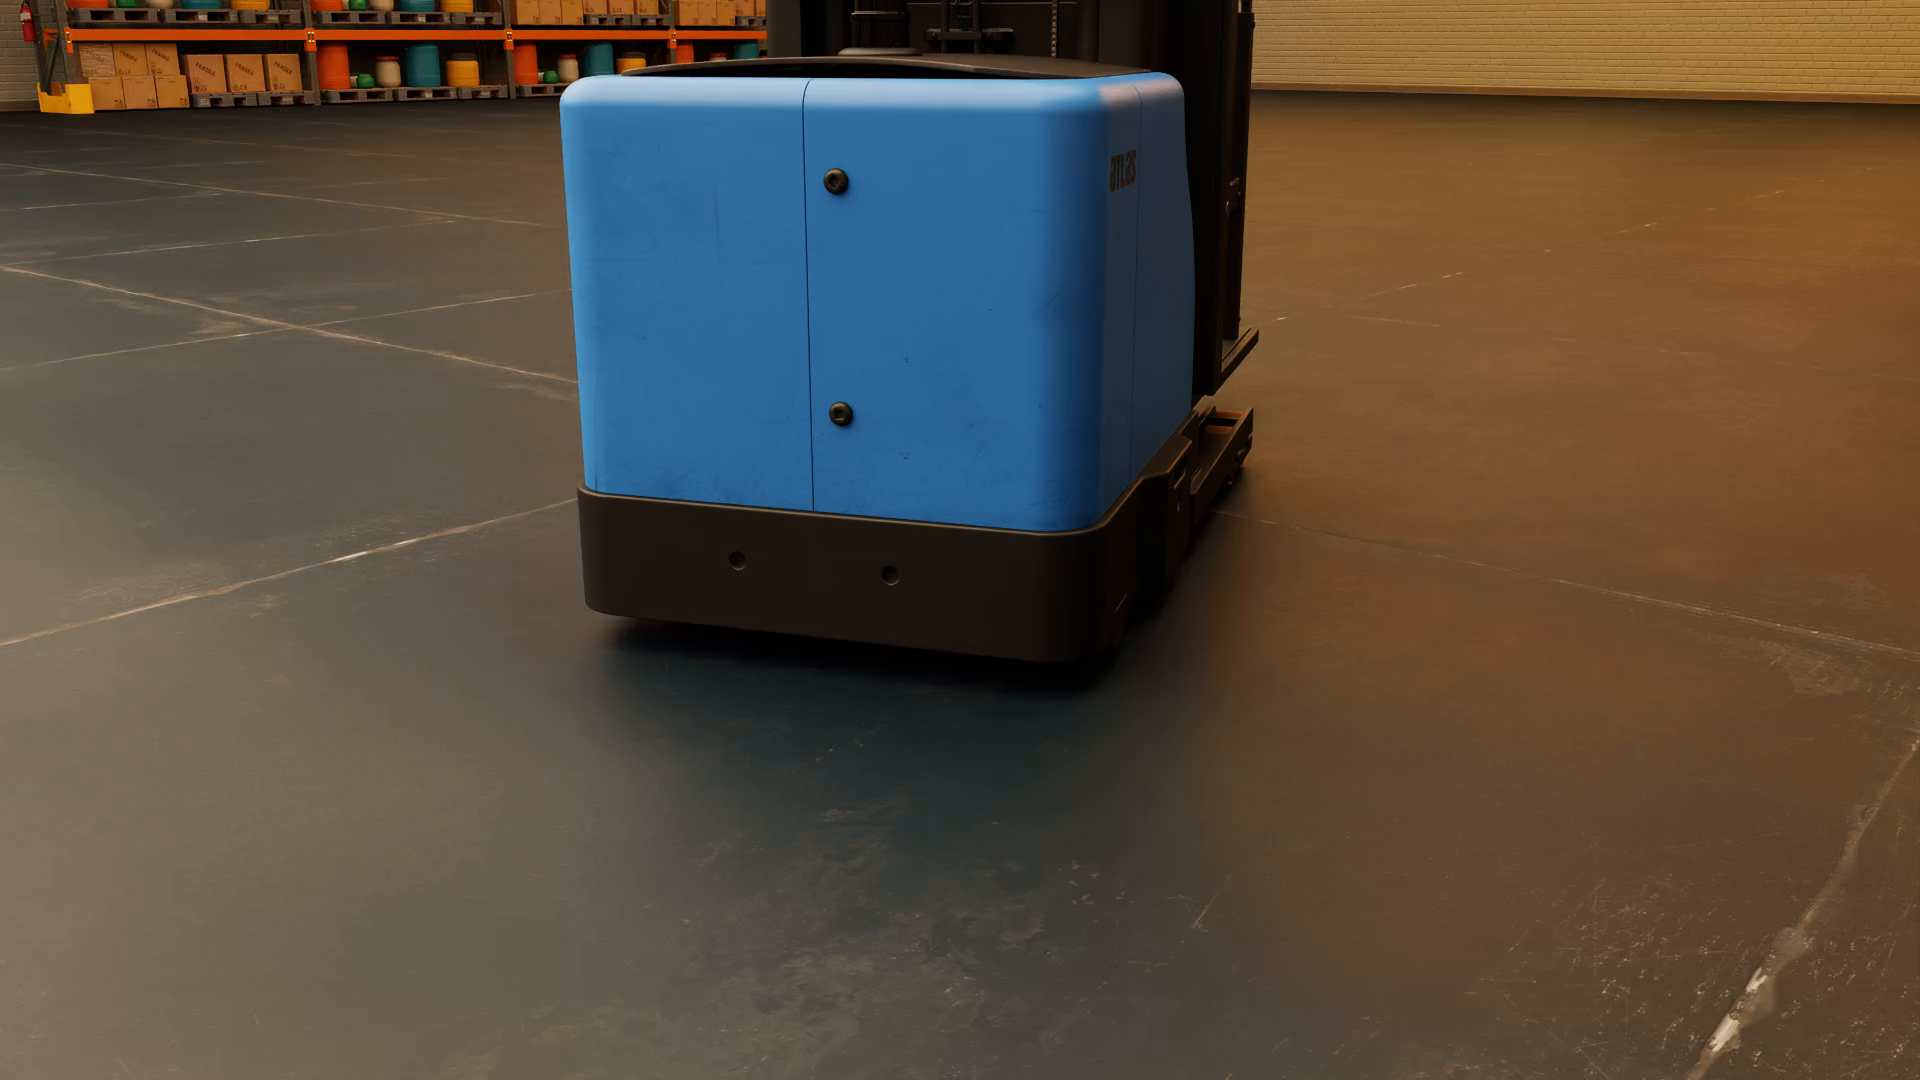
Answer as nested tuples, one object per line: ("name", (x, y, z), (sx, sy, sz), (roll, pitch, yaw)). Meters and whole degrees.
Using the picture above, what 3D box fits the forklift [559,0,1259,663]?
("forklift", (0.182, -1.571, 4.072), (1.130, 2.935, 3.031), (5, 18, 17))
